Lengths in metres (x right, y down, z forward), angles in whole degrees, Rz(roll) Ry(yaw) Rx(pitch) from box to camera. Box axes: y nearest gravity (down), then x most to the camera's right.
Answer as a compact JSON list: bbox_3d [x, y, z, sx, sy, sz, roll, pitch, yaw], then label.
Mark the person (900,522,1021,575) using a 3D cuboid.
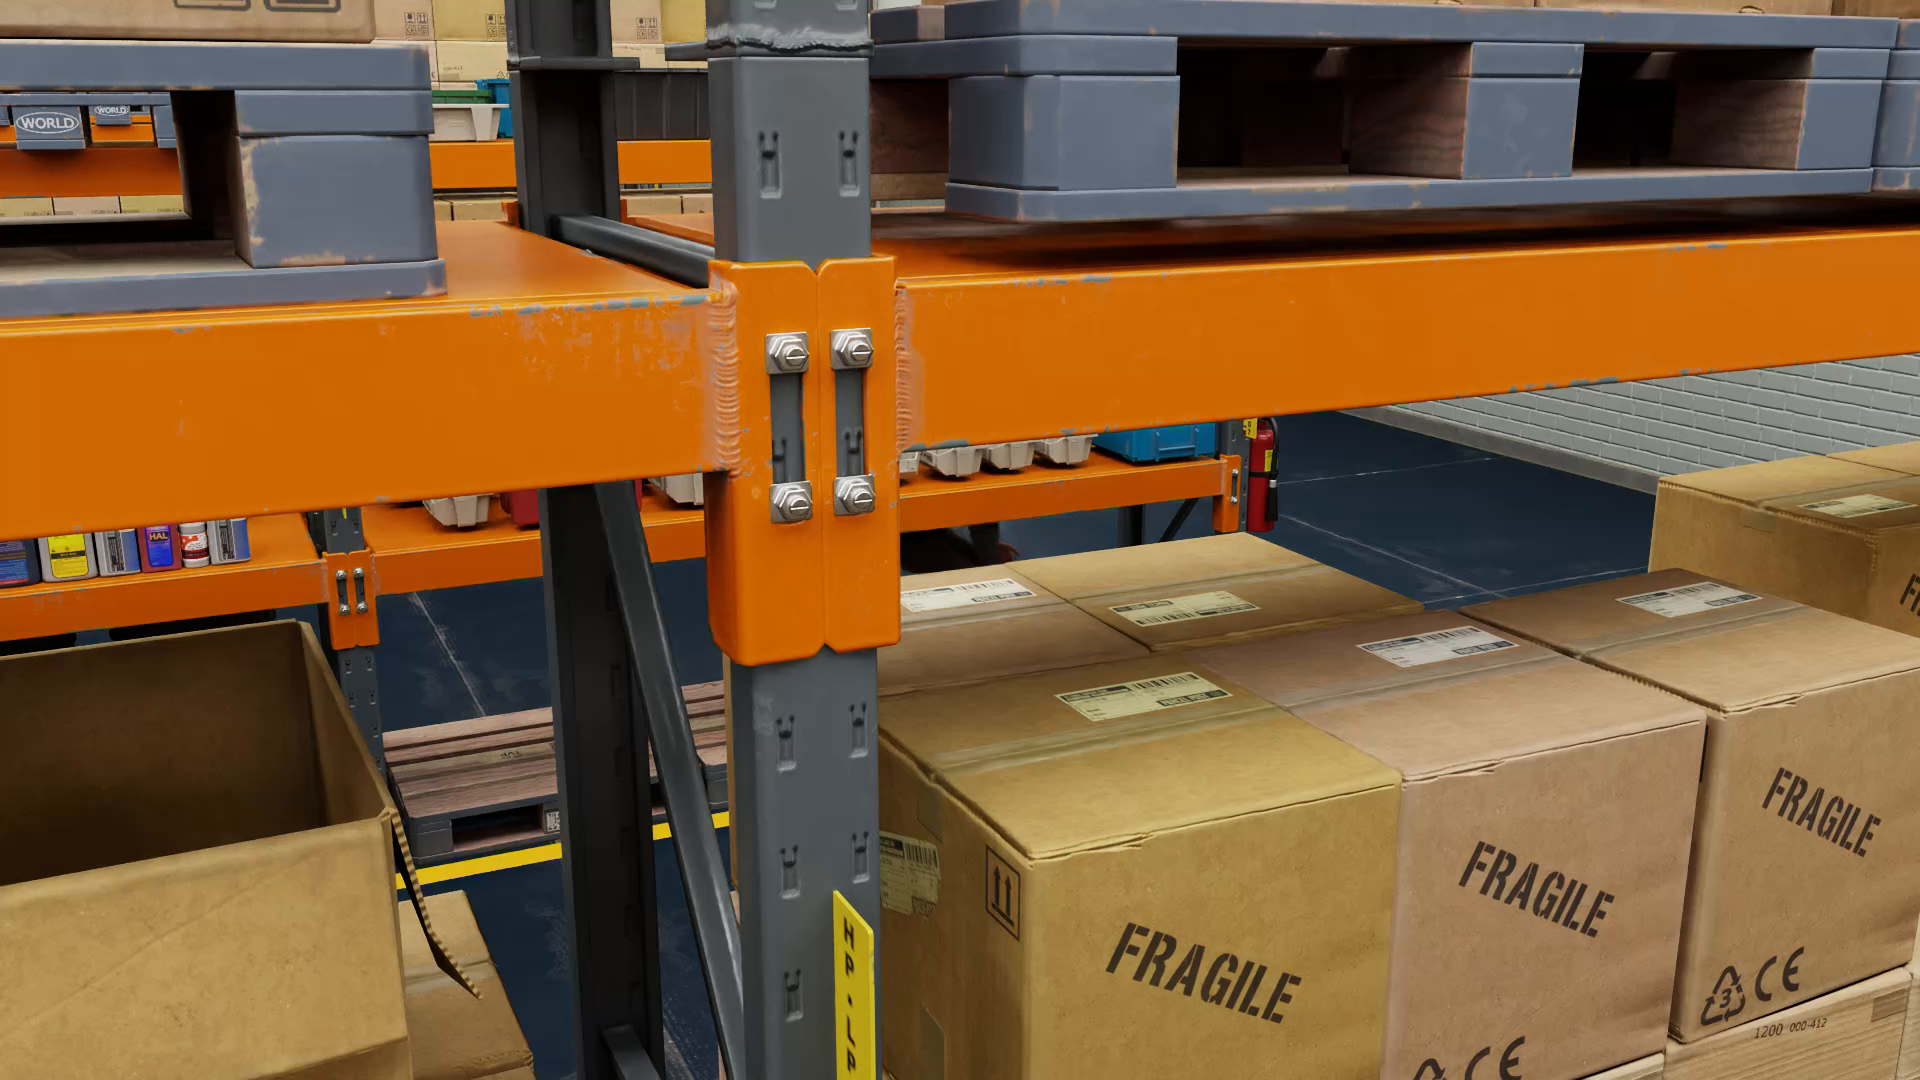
[{"bbox_3d":[-0.034,-0.009,8.297,0.783,1.255,0.584,2,15,6],"label":"person"}]
